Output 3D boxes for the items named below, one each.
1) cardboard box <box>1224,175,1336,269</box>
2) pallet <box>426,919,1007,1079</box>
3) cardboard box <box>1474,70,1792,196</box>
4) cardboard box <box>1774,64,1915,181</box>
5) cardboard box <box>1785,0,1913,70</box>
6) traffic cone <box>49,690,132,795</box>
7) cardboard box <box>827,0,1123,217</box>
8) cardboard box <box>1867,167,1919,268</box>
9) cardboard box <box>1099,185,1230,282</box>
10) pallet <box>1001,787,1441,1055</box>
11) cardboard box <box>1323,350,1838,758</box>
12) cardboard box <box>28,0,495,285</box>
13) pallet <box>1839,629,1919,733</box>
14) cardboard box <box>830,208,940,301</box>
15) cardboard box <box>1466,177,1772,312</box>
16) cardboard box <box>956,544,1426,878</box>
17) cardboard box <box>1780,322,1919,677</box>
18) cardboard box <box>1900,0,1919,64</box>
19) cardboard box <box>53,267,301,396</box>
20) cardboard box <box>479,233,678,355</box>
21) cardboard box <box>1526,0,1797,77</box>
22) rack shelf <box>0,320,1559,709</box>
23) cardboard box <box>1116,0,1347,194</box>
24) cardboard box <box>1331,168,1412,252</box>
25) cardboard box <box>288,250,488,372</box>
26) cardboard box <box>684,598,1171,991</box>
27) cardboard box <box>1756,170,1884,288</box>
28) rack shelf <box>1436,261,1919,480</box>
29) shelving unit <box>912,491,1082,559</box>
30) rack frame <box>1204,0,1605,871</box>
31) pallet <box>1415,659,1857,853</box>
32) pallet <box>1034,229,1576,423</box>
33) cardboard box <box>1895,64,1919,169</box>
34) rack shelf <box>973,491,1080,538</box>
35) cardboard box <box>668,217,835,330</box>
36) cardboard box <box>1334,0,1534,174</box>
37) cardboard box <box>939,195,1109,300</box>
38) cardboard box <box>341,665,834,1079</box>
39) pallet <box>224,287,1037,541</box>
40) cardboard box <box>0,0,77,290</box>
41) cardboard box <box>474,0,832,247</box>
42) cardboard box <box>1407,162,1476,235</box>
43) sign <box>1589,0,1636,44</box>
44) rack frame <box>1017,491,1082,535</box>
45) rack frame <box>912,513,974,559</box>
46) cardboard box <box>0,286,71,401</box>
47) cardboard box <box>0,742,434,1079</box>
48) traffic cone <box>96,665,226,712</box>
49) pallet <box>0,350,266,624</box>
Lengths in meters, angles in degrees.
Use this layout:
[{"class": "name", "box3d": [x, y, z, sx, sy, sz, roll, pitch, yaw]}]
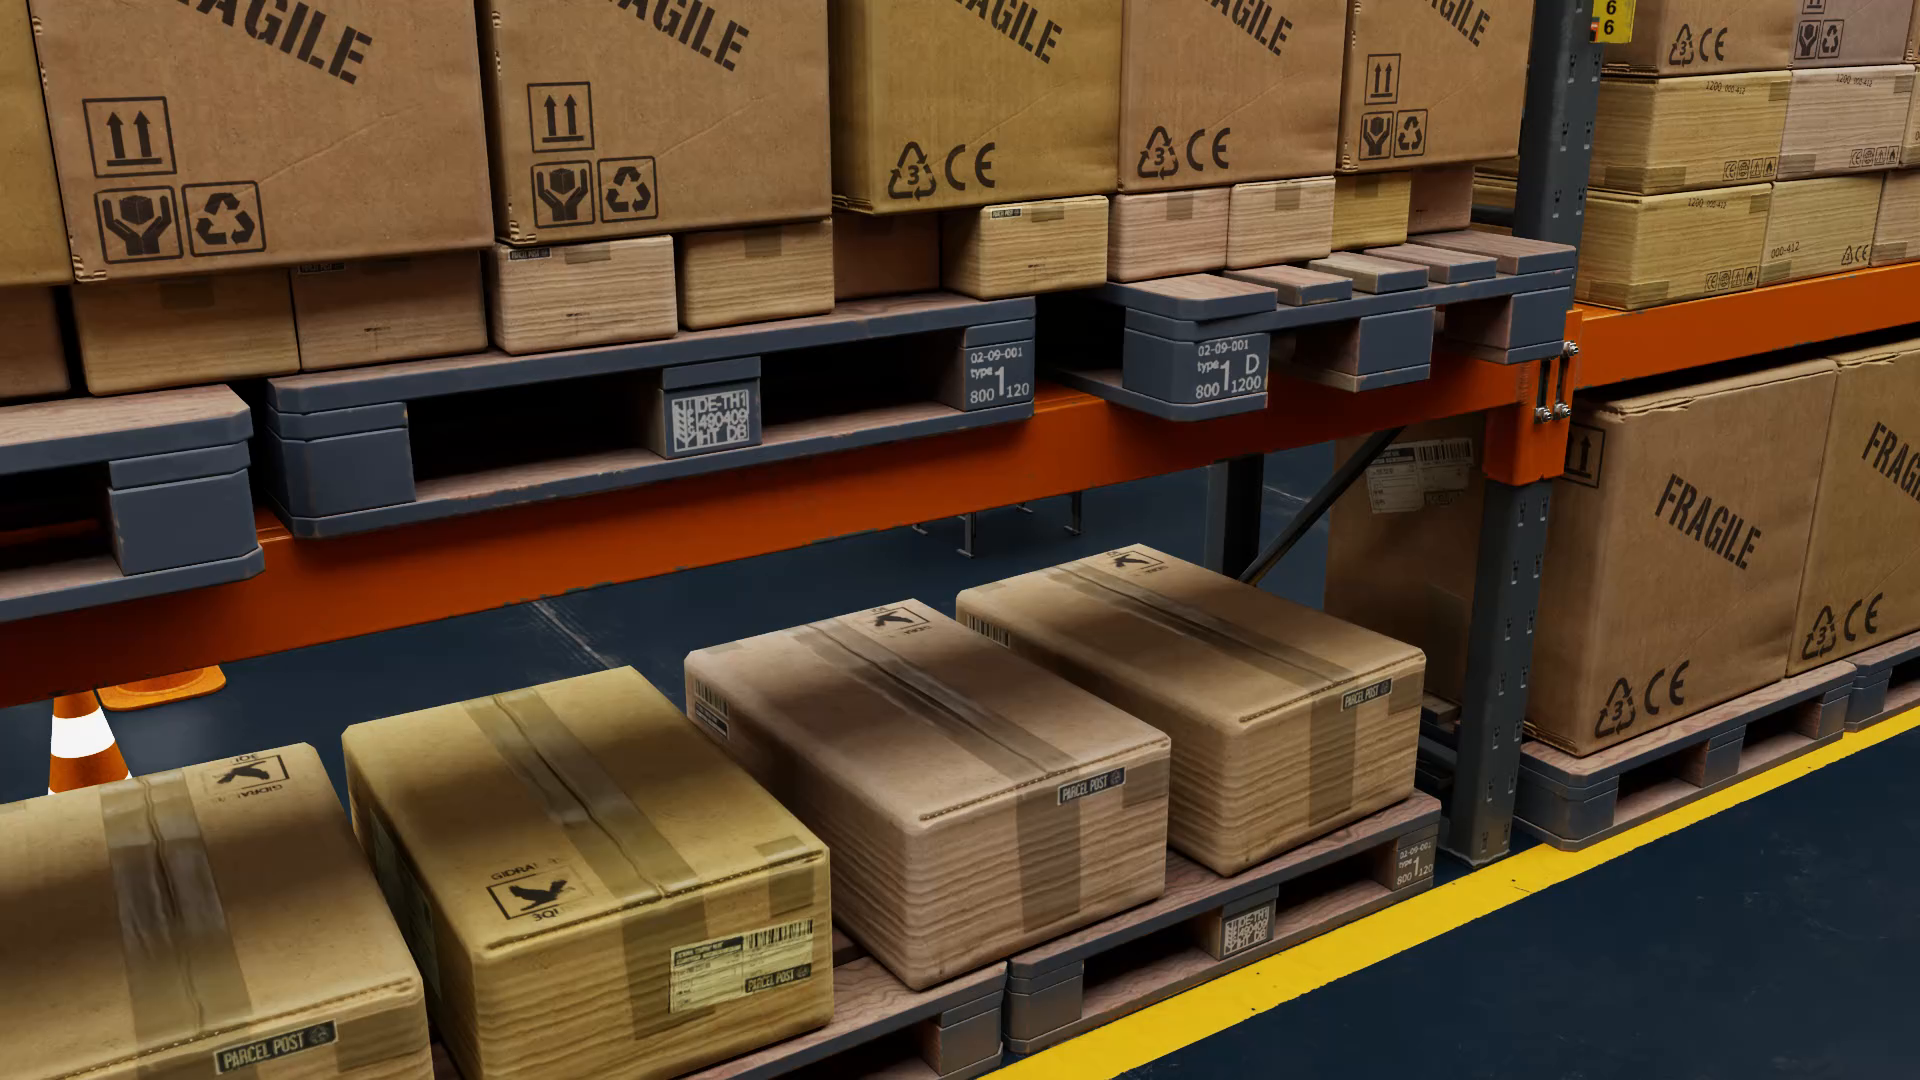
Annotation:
[{"class": "cardboard box", "box3d": [0.479, -0.620, 3.131, 0.250, 0.149, 0.380, -12, 22, -32]}, {"class": "pallet", "box3d": [-0.678, 0.888, 3.288, 1.213, 0.211, 1.003, -12, 22, -31]}, {"class": "cardboard box", "box3d": [1.552, -0.973, 3.891, 0.500, 0.250, 0.500, -12, 22, -32]}, {"class": "cardboard box", "box3d": [1.984, -1.063, 4.160, 0.500, 0.250, 0.500, -11, 22, -30]}, {"class": "cardboard box", "box3d": [1.949, -1.416, 4.032, 0.500, 0.500, 0.500, -12, 22, -31]}, {"class": "traffic cone", "box3d": [-2.082, 0.530, 3.955, 0.334, 0.463, 0.336, -12, 22, -31]}, {"class": "cardboard box", "box3d": [-0.080, -0.833, 2.749, 0.500, 0.500, 0.500, -14, 23, -35]}, {"class": "cardboard box", "box3d": [2.401, -0.917, 4.509, 0.500, 0.250, 0.500, -11, 22, -30]}, {"class": "cardboard box", "box3d": [0.264, -0.578, 3.006, 0.250, 0.149, 0.380, -13, 23, -34]}, {"class": "pallet", "box3d": [0.340, 0.675, 3.919, 1.213, 0.211, 1.003, -12, 22, -31]}, {"class": "cardboard box", "box3d": [1.616, -0.075, 4.446, 0.875, 0.875, 0.875, -12, 22, -32]}, {"class": "cardboard box", "box3d": [-0.960, -0.644, 2.189, 0.500, 0.500, 0.500, -12, 22, -32]}, {"class": "pallet", "box3d": [2.711, 0.205, 5.308, 1.213, 0.211, 1.003, -12, 22, -31]}, {"class": "cardboard box", "box3d": [-0.237, -0.515, 2.821, 0.250, 0.149, 0.380, -12, 22, -31]}, {"class": "cardboard box", "box3d": [1.540, -0.731, 3.959, 0.500, 0.250, 0.500, -12, 22, -32]}, {"class": "cardboard box", "box3d": [0.516, 0.359, 3.946, 0.625, 0.372, 0.950, -14, 23, -35]}, {"class": "cardboard box", "box3d": [2.363, -0.231, 4.907, 0.875, 0.875, 0.875, -12, 22, -31]}, {"class": "cardboard box", "box3d": [2.389, -1.503, 4.290, 0.500, 0.500, 0.500, -11, 22, -30]}, {"class": "cardboard box", "box3d": [-1.066, -0.318, 2.238, 0.250, 0.149, 0.380, -12, 22, -31]}, {"class": "cardboard box", "box3d": [-0.608, -0.394, 2.463, 0.250, 0.149, 0.380, -11, 22, -29]}, {"class": "cardboard box", "box3d": [1.540, -1.326, 3.766, 0.500, 0.500, 0.500, -13, 22, -33]}, {"class": "rack shelf", "box3d": [-0.677, -0.090, 2.952, 4.000, 0.370, 1.077, -12, 22, -31]}, {"class": "cardboard box", "box3d": [0.341, -0.922, 3.013, 0.500, 0.500, 0.500, -12, 22, -32]}, {"class": "cardboard box", "box3d": [0.665, -0.676, 3.298, 0.250, 0.149, 0.380, -12, 22, -31]}, {"class": "cardboard box", "box3d": [-0.859, -0.361, 2.365, 0.250, 0.149, 0.380, -12, 22, -31]}, {"class": "cardboard box", "box3d": [-0.096, 0.491, 3.555, 0.625, 0.372, 0.950, -12, 22, -32]}, {"class": "cardboard box", "box3d": [1.959, -0.827, 4.240, 0.500, 0.250, 0.500, -13, 22, -33]}, {"class": "rack shelf", "box3d": [2.664, -0.795, 5.036, 4.000, 0.370, 1.077, -12, 22, -31]}, {"class": "shelving unit", "box3d": [0.138, -1.024, 5.995, 0.503, 2.100, 0.431, -12, 22, -31]}, {"class": "rack frame", "box3d": [0.993, -0.784, 3.879, 0.127, 3.000, 1.000, -12, 22, -31]}, {"class": "pallet", "box3d": [1.693, 0.419, 4.677, 1.213, 0.211, 1.003, -12, 22, -31]}, {"class": "pallet", "box3d": [0.457, -0.539, 3.454, 1.003, 0.211, 1.213, -12, 22, -31]}, {"class": "cardboard box", "box3d": [2.408, -1.148, 4.410, 0.500, 0.250, 0.500, -12, 22, -32]}, {"class": "rack shelf", "box3d": [0.138, -0.348, 6.223, 0.480, 0.518, 0.431, -12, 22, -31]}, {"class": "cardboard box", "box3d": [-0.402, -0.449, 2.625, 0.250, 0.149, 0.380, -13, 22, -33]}, {"class": "cardboard box", "box3d": [0.766, -1.016, 3.291, 0.500, 0.500, 0.500, -13, 22, -33]}, {"class": "cardboard box", "box3d": [0.042, -0.525, 2.852, 0.250, 0.149, 0.380, -11, 22, -30]}, {"class": "cardboard box", "box3d": [-0.733, 0.623, 3.165, 0.625, 0.372, 0.950, -11, 22, -30]}, {"class": "pallet", "box3d": [-0.638, -0.333, 2.846, 1.213, 0.211, 1.003, -12, 22, -31]}, {"class": "cardboard box", "box3d": [-1.380, -0.560, 1.943, 0.500, 0.500, 0.500, -12, 22, -31]}, {"class": "cardboard box", "box3d": [-0.537, -0.737, 2.466, 0.500, 0.500, 0.500, -13, 23, -34]}, {"class": "cardboard box", "box3d": [0.849, -0.743, 3.495, 0.250, 0.149, 0.380, -11, 22, -29]}, {"class": "sign", "box3d": [1.300, -1.151, 3.282, 0.005, 0.325, 0.100, -12, 22, -31]}, {"class": "rack frame", "box3d": [0.342, -1.067, 6.122, 0.015, 2.100, 0.400, -12, 22, -31]}, {"class": "rack frame", "box3d": [-0.066, -0.981, 5.868, 0.015, 2.100, 0.400, -12, 22, -31]}, {"class": "cardboard box", "box3d": [-1.304, -0.284, 2.137, 0.250, 0.149, 0.380, -10, 21, -28]}, {"class": "cardboard box", "box3d": [-1.312, 0.746, 2.801, 0.625, 0.372, 0.950, -10, 21, -28]}, {"class": "traffic cone", "box3d": [-2.390, 0.211, 4.897, 0.334, 0.463, 0.336, -12, 22, -31]}, {"class": "pallet", "box3d": [-1.629, -0.084, 2.109, 1.213, 0.211, 1.003, -12, 22, -31]}]
